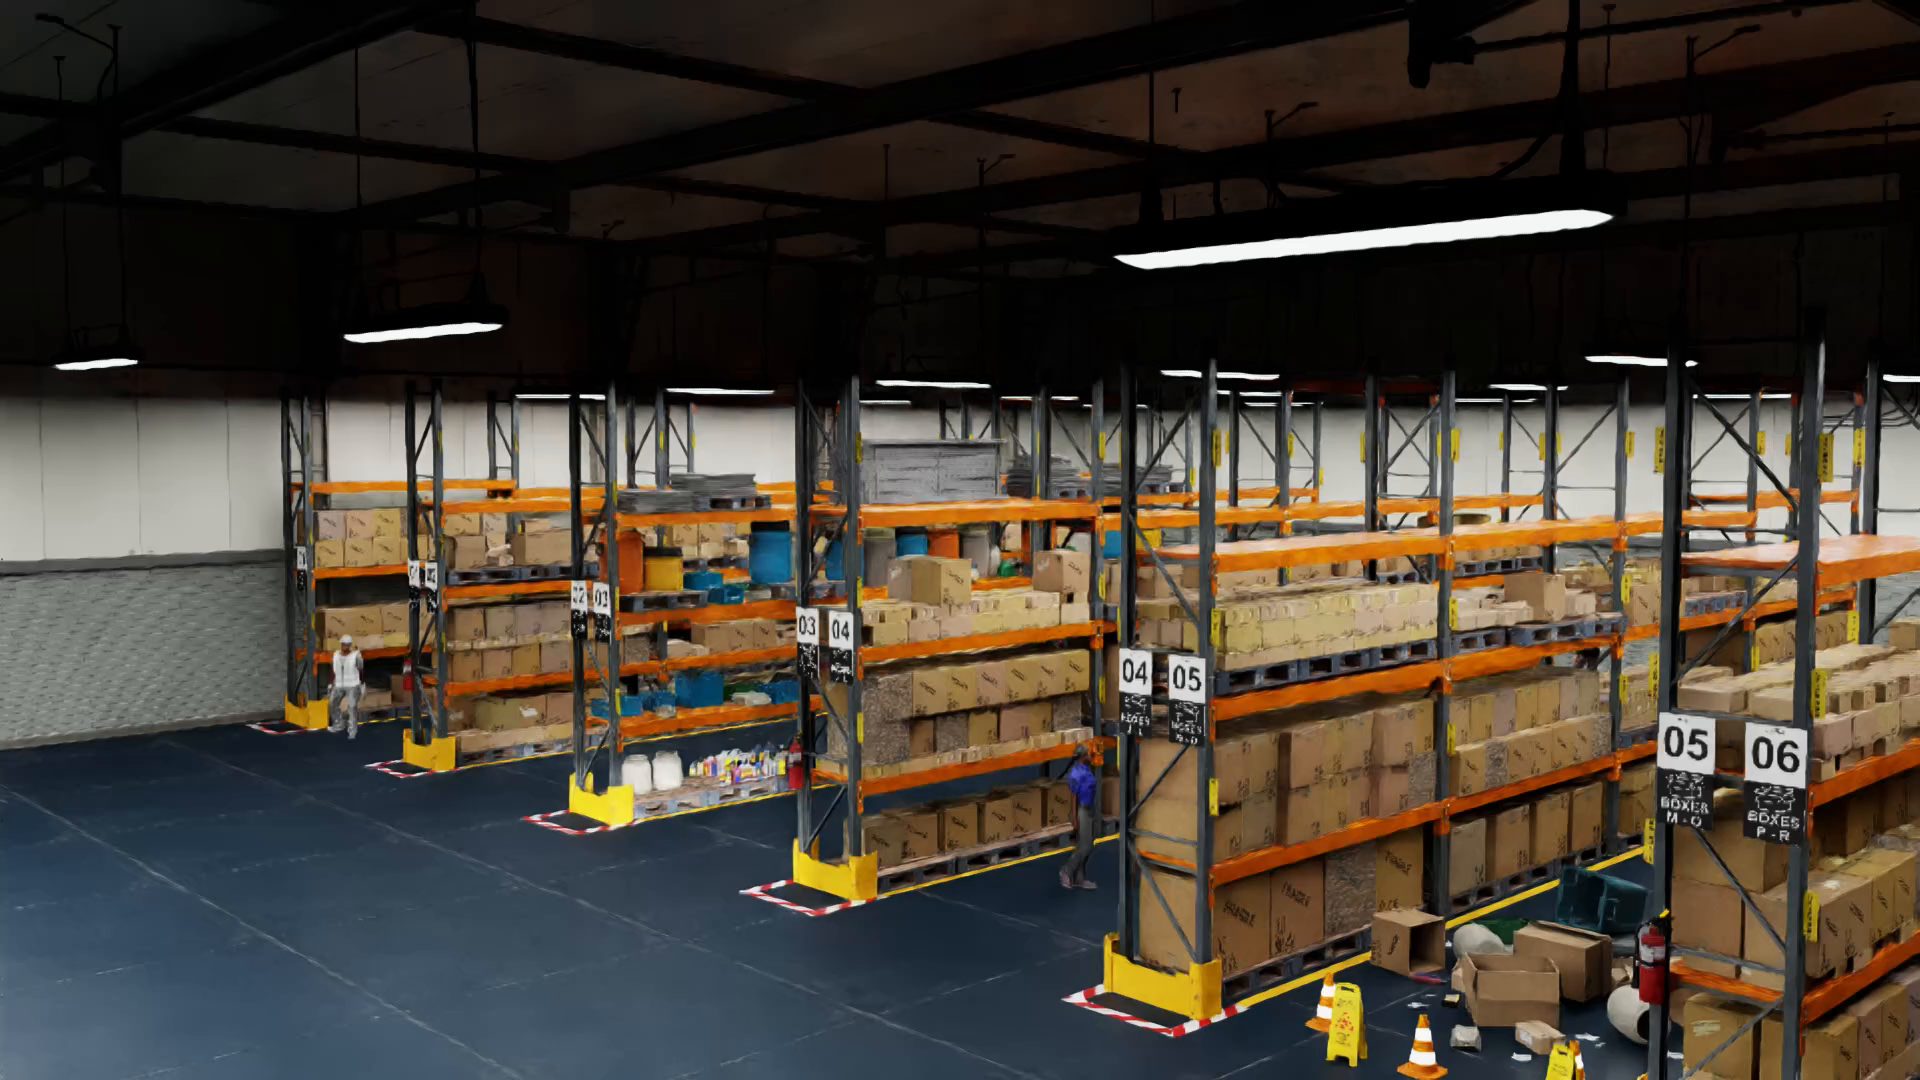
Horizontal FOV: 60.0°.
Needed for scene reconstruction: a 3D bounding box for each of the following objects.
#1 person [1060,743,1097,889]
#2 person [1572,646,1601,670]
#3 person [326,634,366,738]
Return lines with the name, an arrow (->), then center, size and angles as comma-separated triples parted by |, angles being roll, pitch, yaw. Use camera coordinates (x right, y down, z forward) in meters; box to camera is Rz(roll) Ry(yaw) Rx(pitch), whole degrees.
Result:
person -> 1.352, 3.132, 18.858 | 0.423, 1.655, 0.508 | 1, 4, 18
person -> 12.040, 2.251, 32.264 | 0.728, 1.714, 0.511 | 0, 4, 3
person -> -10.488, 2.471, 28.286 | 0.741, 1.773, 0.523 | 0, 4, 6
